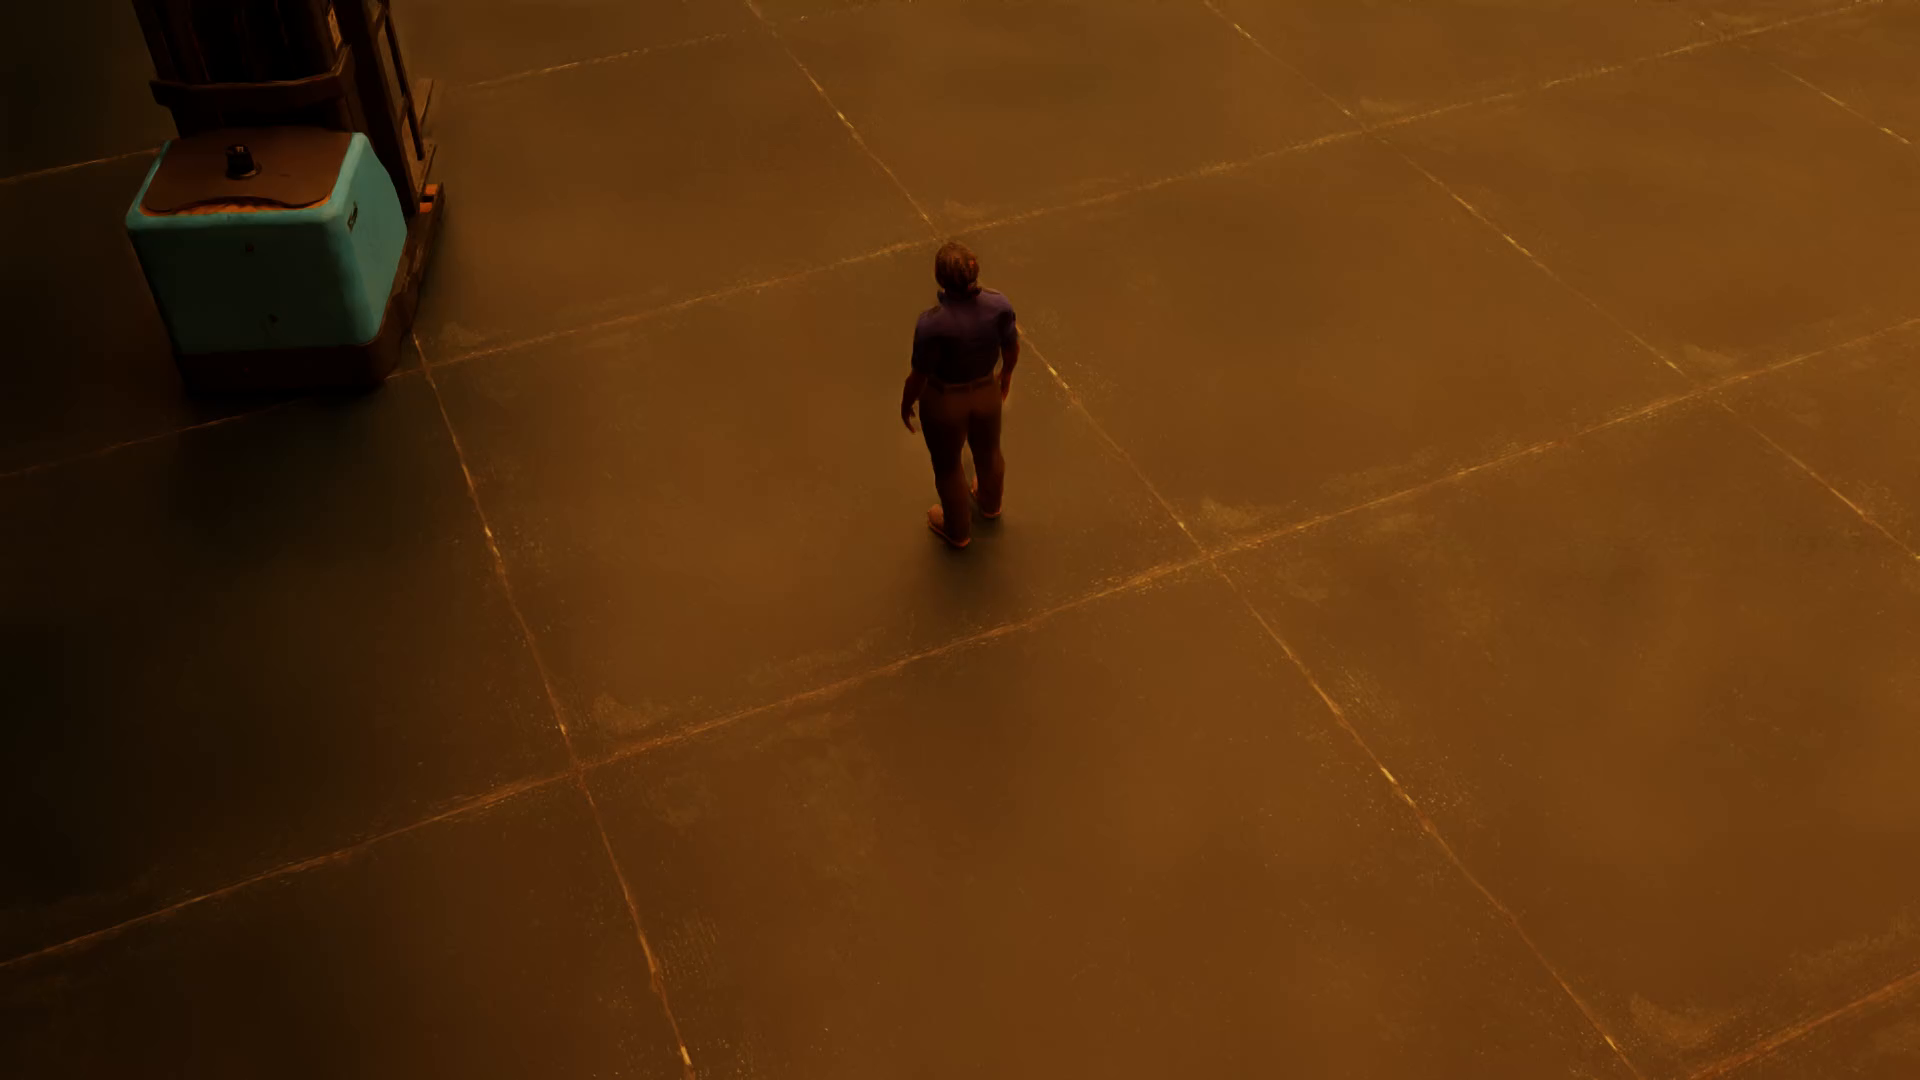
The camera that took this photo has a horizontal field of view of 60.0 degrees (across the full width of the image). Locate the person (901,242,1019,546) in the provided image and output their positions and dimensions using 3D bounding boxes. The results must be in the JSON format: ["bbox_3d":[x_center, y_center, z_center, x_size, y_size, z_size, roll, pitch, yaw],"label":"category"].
[{"bbox_3d":[-0.019,-0.670,7.323,0.570,1.654,0.503,-18,46,-18],"label":"person"}]

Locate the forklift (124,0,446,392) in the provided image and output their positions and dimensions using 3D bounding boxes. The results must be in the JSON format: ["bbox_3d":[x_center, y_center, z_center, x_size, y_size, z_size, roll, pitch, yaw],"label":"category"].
[{"bbox_3d":[-3.605,-2.831,8.714,1.130,2.935,3.031,-3,43,-4],"label":"forklift"}]
